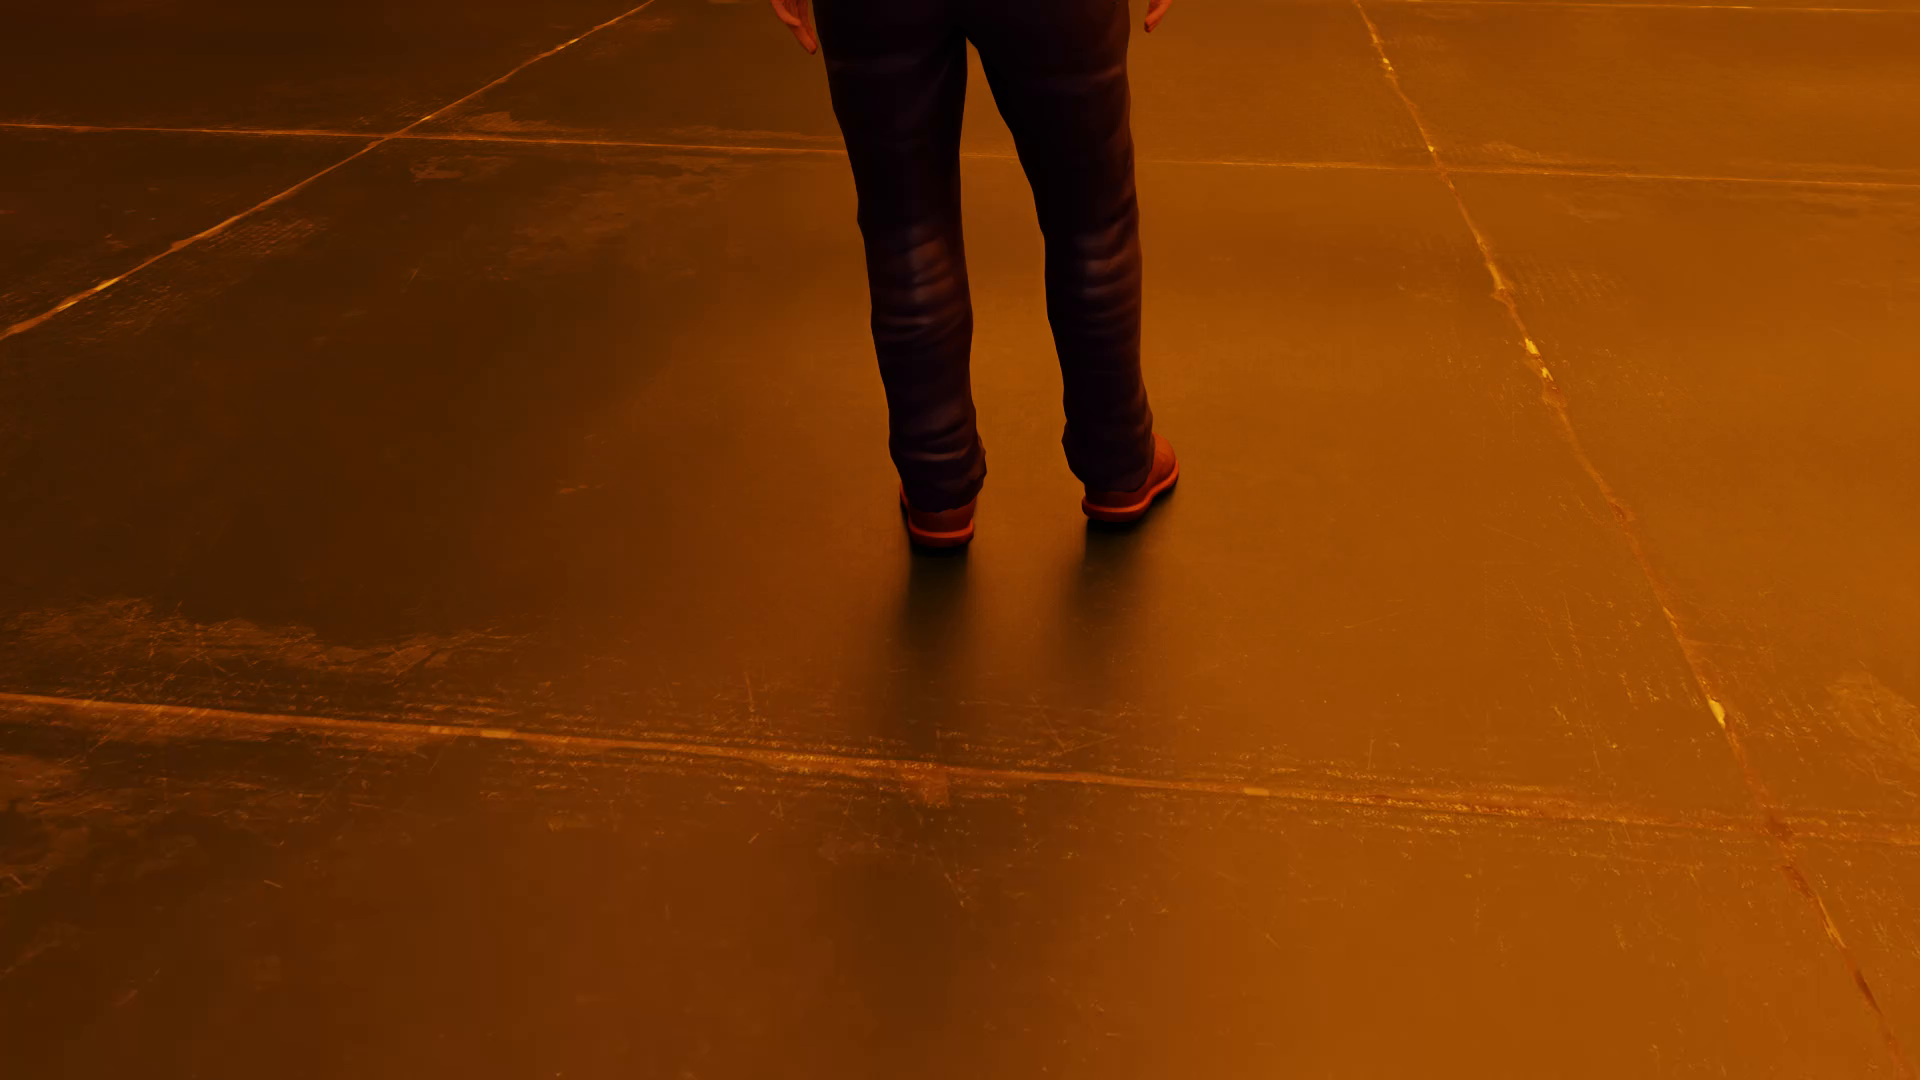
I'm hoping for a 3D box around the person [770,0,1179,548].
[{"bbox_3d":[0.034,-0.782,2.205,0.599,1.650,0.503,3,27,7],"label":"person"}]
